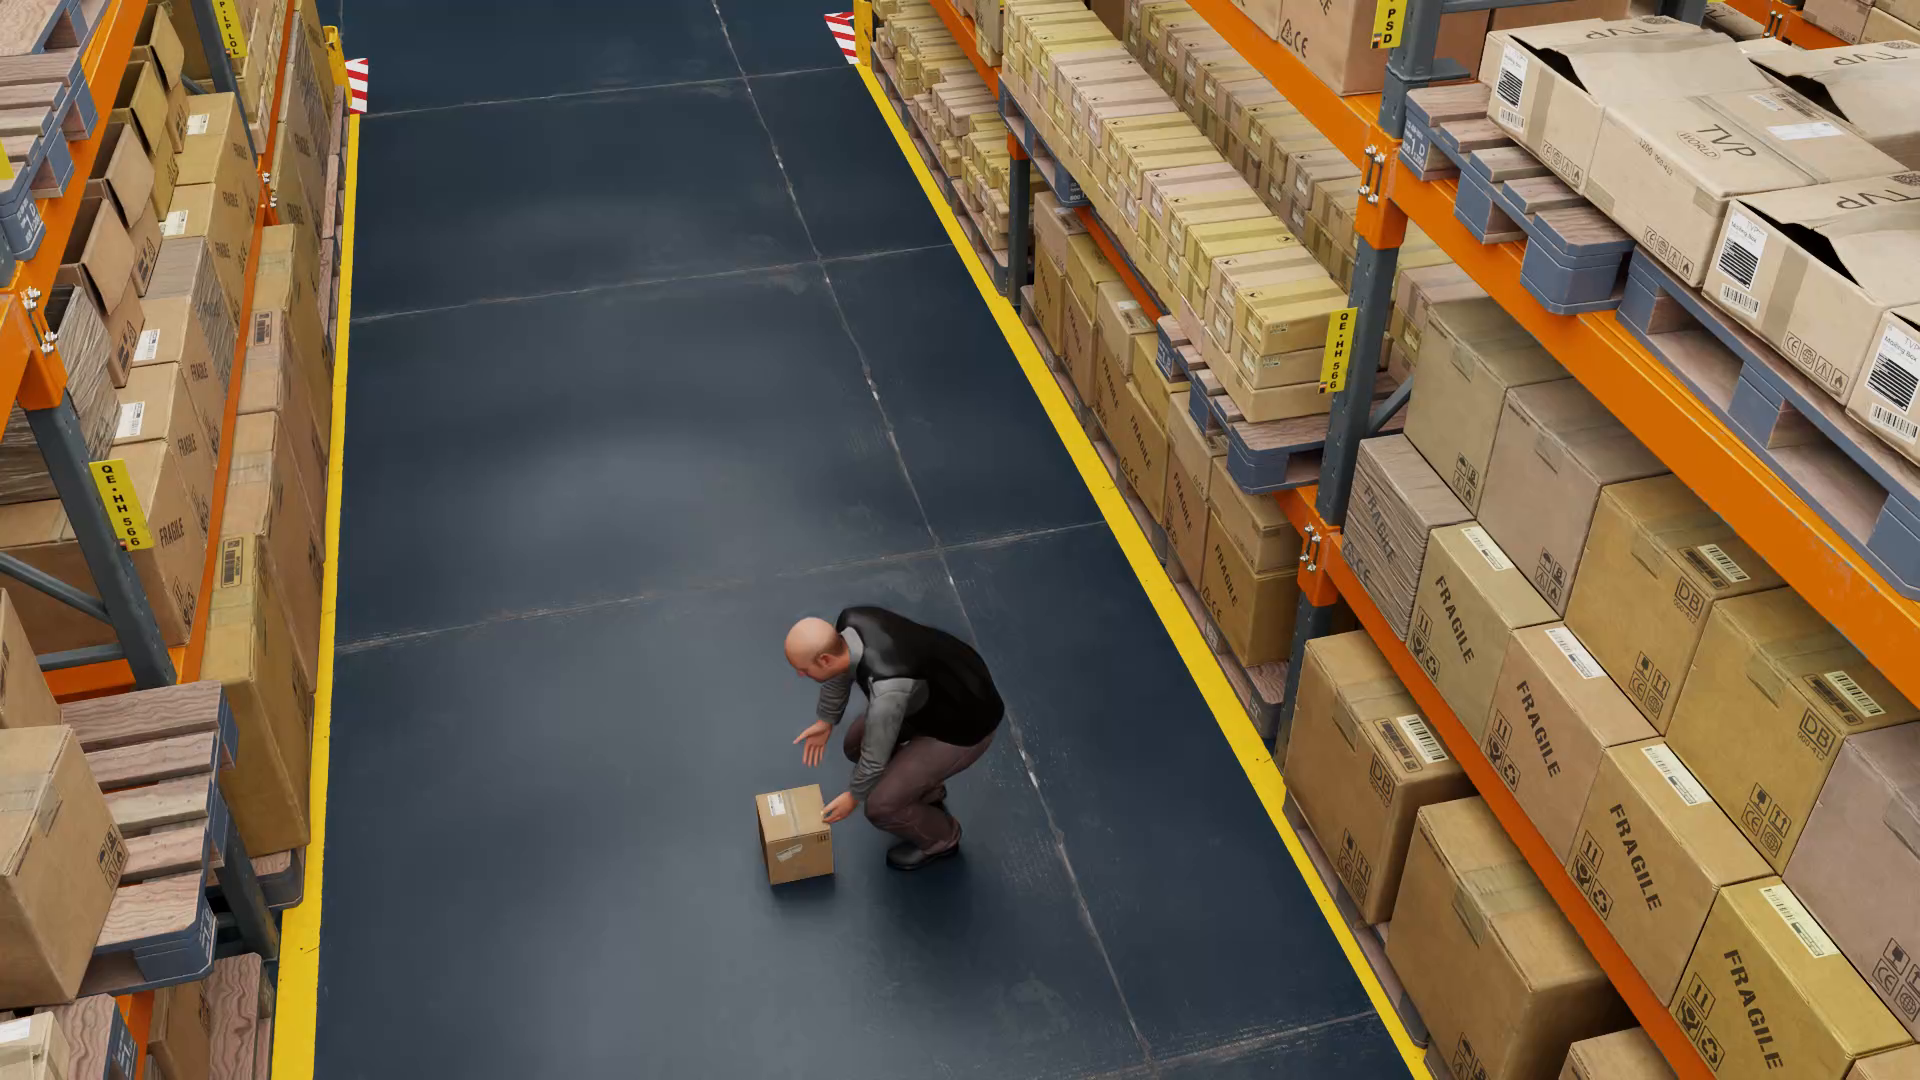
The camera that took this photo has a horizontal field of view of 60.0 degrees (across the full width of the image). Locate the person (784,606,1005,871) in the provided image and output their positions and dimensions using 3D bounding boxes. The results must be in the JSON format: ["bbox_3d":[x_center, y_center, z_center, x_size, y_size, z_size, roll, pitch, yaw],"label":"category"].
[{"bbox_3d":[-0.234,0.717,6.221,0.795,1.226,0.582,-9,39,-12],"label":"person"}]
